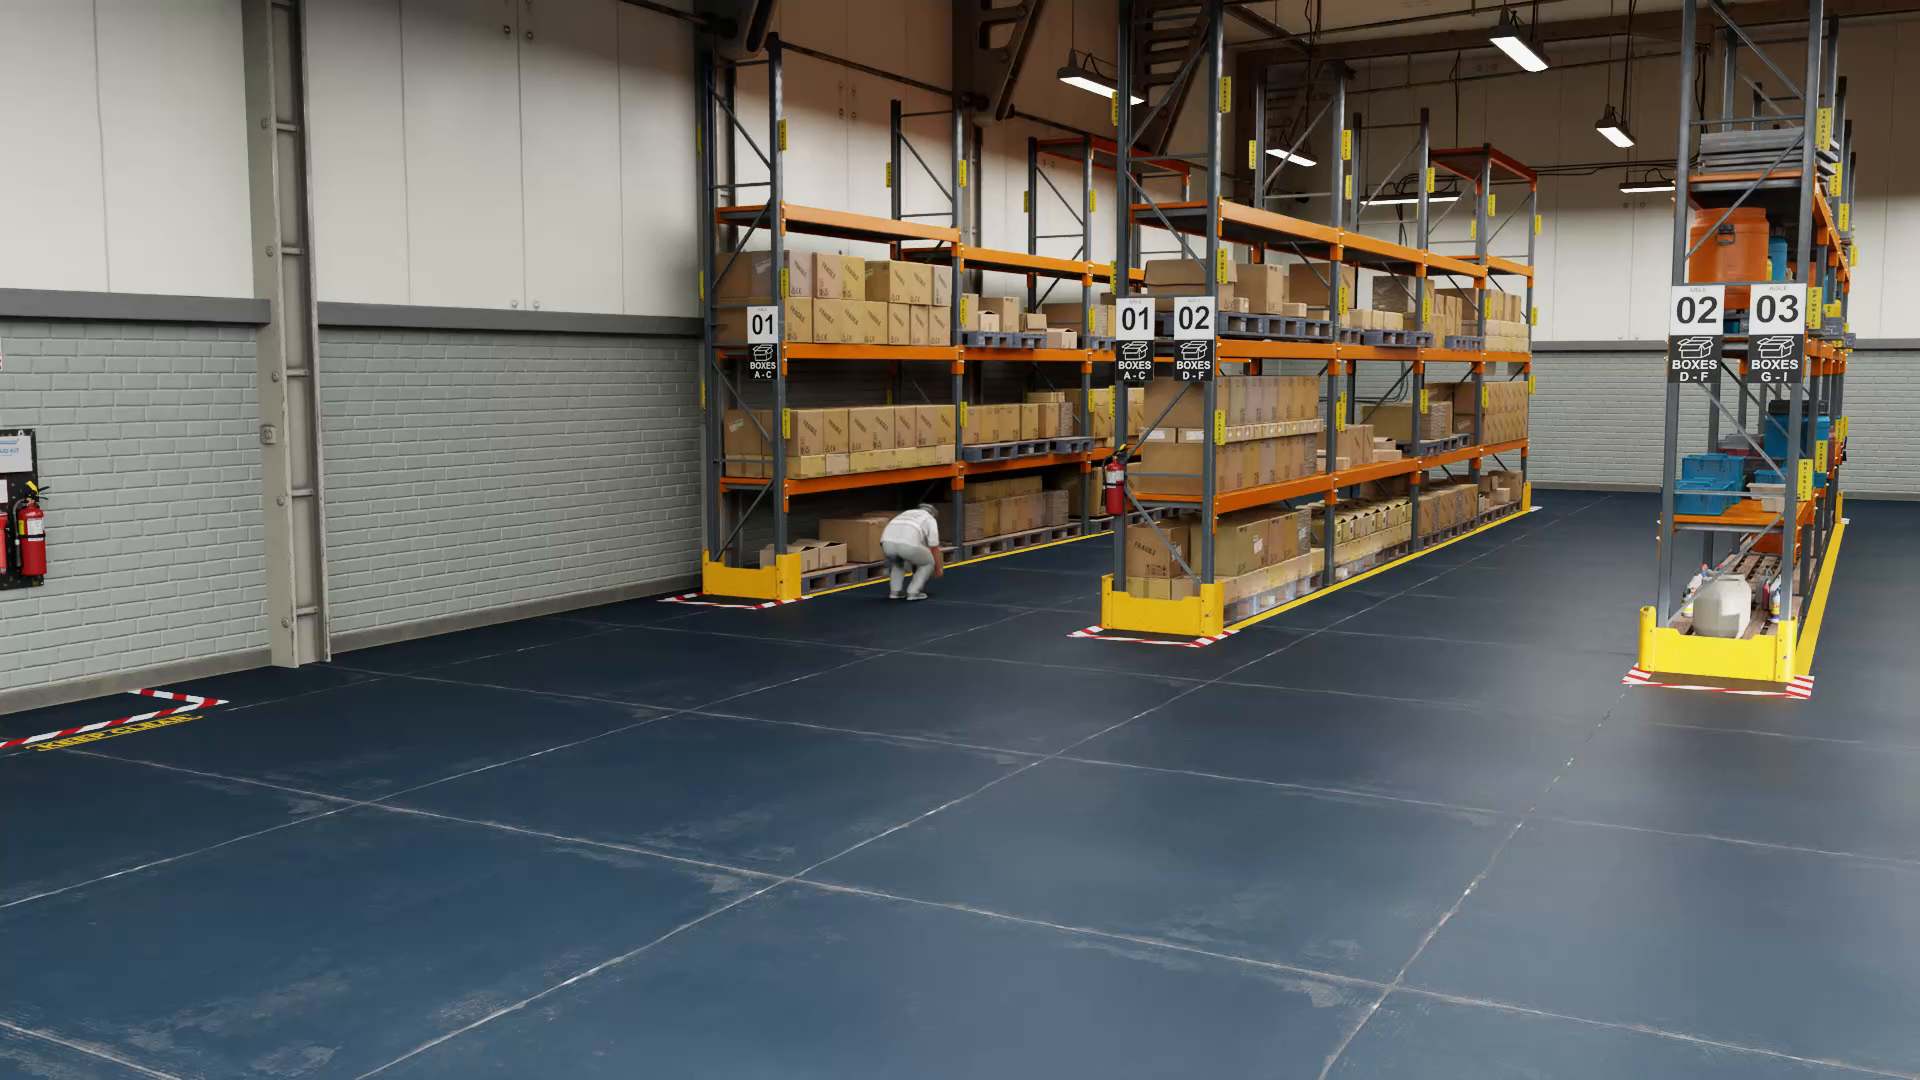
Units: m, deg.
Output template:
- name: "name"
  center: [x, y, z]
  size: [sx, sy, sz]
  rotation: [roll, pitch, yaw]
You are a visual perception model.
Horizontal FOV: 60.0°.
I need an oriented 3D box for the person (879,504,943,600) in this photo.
- name: "person"
  center: [-0.517, 0.130, 18.426]
  size: [0.527, 1.021, 1.009]
  rotation: [3, 7, 26]
